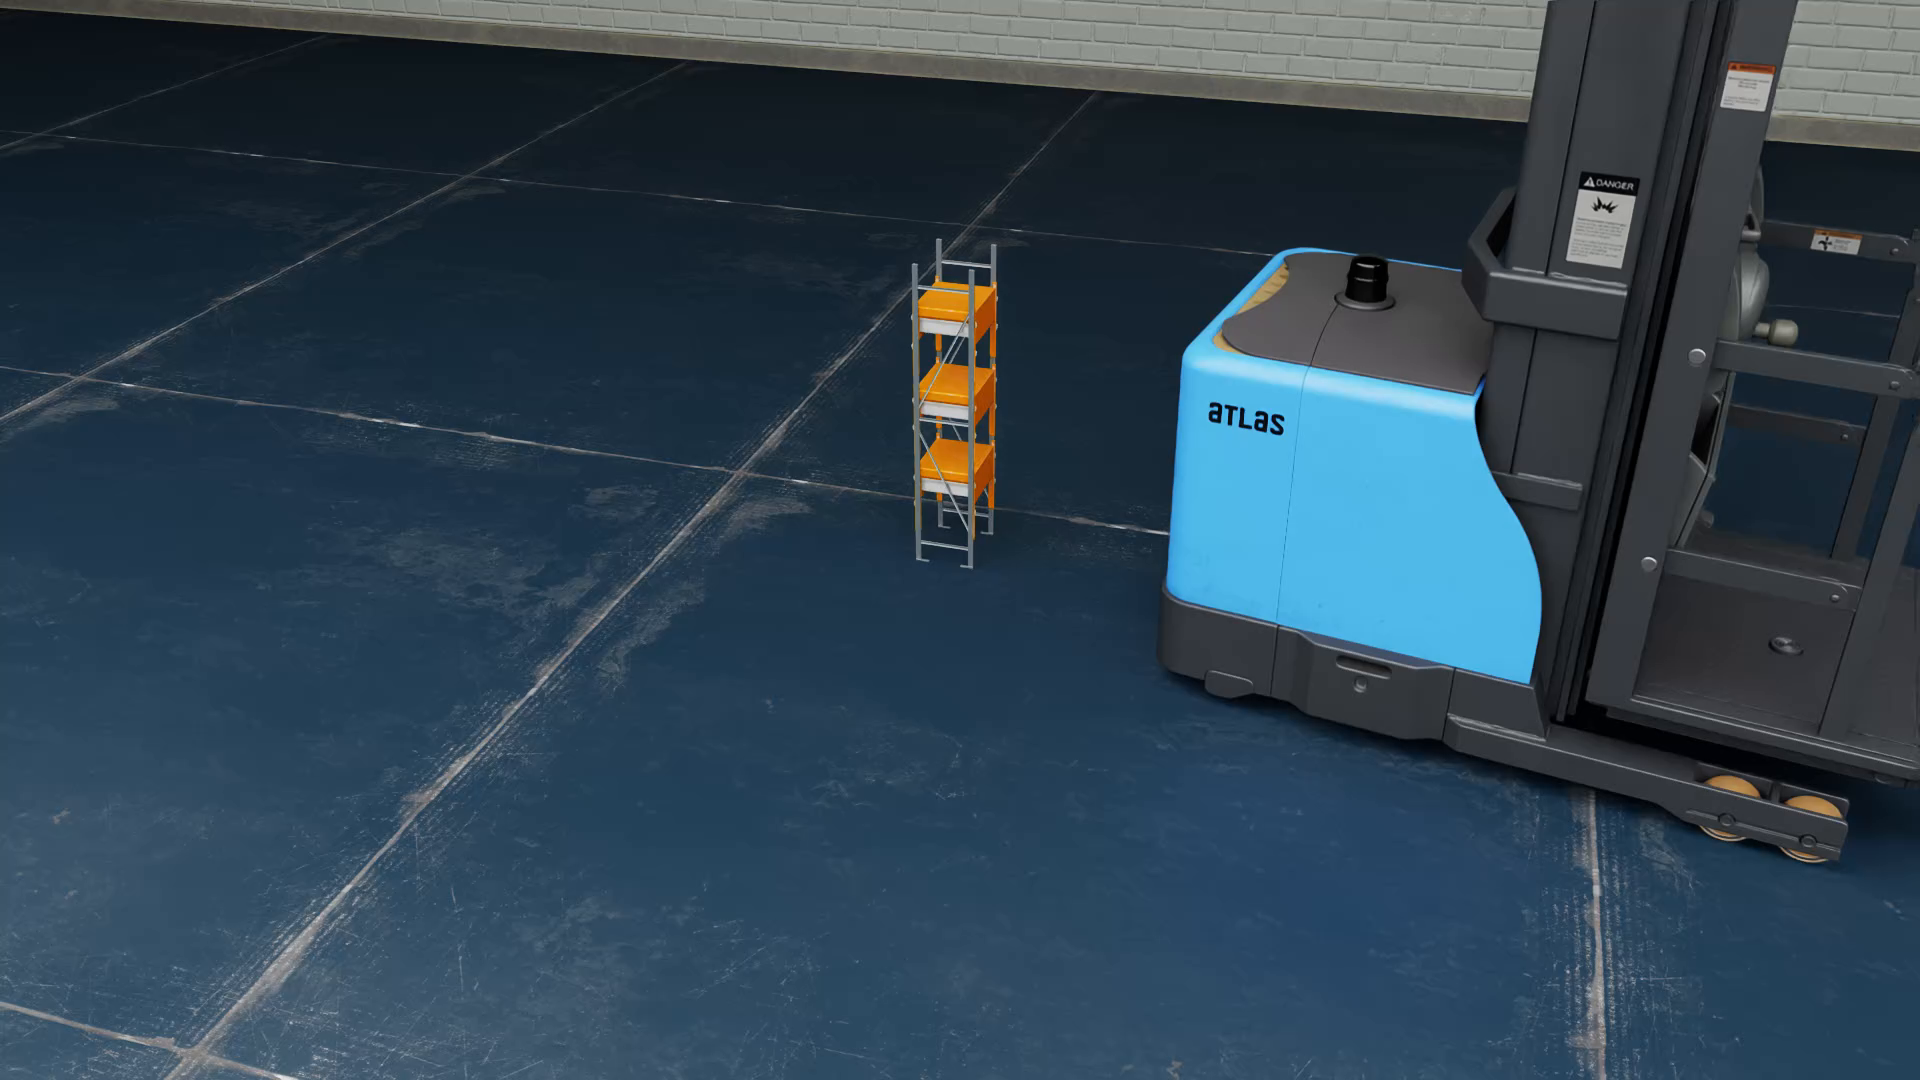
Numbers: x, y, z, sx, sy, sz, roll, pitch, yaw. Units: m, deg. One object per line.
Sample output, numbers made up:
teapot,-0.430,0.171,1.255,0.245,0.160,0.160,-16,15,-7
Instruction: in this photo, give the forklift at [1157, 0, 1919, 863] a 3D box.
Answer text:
forklift,2.144,-0.750,4.083,3.031,2.935,1.130,13,32,23

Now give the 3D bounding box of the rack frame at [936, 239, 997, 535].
rack frame,0.020,-0.491,5.552,0.200,1.050,0.008,8,30,15

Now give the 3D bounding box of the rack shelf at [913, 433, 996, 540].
rack shelf,-0.016,-0.182,5.590,0.215,0.259,0.240,8,30,15

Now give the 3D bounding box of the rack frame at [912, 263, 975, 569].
rack frame,-0.052,-0.377,5.348,0.200,1.050,0.008,8,30,15

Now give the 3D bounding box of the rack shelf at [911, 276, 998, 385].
rack shelf,-0.016,-0.673,5.317,0.215,0.259,0.240,8,30,15

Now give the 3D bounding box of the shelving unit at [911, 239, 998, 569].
shelving unit,-0.016,-0.434,5.450,0.215,1.050,0.252,8,30,15

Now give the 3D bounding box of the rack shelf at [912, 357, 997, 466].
rack shelf,-0.016,-0.425,5.455,0.215,0.259,0.240,8,30,15
